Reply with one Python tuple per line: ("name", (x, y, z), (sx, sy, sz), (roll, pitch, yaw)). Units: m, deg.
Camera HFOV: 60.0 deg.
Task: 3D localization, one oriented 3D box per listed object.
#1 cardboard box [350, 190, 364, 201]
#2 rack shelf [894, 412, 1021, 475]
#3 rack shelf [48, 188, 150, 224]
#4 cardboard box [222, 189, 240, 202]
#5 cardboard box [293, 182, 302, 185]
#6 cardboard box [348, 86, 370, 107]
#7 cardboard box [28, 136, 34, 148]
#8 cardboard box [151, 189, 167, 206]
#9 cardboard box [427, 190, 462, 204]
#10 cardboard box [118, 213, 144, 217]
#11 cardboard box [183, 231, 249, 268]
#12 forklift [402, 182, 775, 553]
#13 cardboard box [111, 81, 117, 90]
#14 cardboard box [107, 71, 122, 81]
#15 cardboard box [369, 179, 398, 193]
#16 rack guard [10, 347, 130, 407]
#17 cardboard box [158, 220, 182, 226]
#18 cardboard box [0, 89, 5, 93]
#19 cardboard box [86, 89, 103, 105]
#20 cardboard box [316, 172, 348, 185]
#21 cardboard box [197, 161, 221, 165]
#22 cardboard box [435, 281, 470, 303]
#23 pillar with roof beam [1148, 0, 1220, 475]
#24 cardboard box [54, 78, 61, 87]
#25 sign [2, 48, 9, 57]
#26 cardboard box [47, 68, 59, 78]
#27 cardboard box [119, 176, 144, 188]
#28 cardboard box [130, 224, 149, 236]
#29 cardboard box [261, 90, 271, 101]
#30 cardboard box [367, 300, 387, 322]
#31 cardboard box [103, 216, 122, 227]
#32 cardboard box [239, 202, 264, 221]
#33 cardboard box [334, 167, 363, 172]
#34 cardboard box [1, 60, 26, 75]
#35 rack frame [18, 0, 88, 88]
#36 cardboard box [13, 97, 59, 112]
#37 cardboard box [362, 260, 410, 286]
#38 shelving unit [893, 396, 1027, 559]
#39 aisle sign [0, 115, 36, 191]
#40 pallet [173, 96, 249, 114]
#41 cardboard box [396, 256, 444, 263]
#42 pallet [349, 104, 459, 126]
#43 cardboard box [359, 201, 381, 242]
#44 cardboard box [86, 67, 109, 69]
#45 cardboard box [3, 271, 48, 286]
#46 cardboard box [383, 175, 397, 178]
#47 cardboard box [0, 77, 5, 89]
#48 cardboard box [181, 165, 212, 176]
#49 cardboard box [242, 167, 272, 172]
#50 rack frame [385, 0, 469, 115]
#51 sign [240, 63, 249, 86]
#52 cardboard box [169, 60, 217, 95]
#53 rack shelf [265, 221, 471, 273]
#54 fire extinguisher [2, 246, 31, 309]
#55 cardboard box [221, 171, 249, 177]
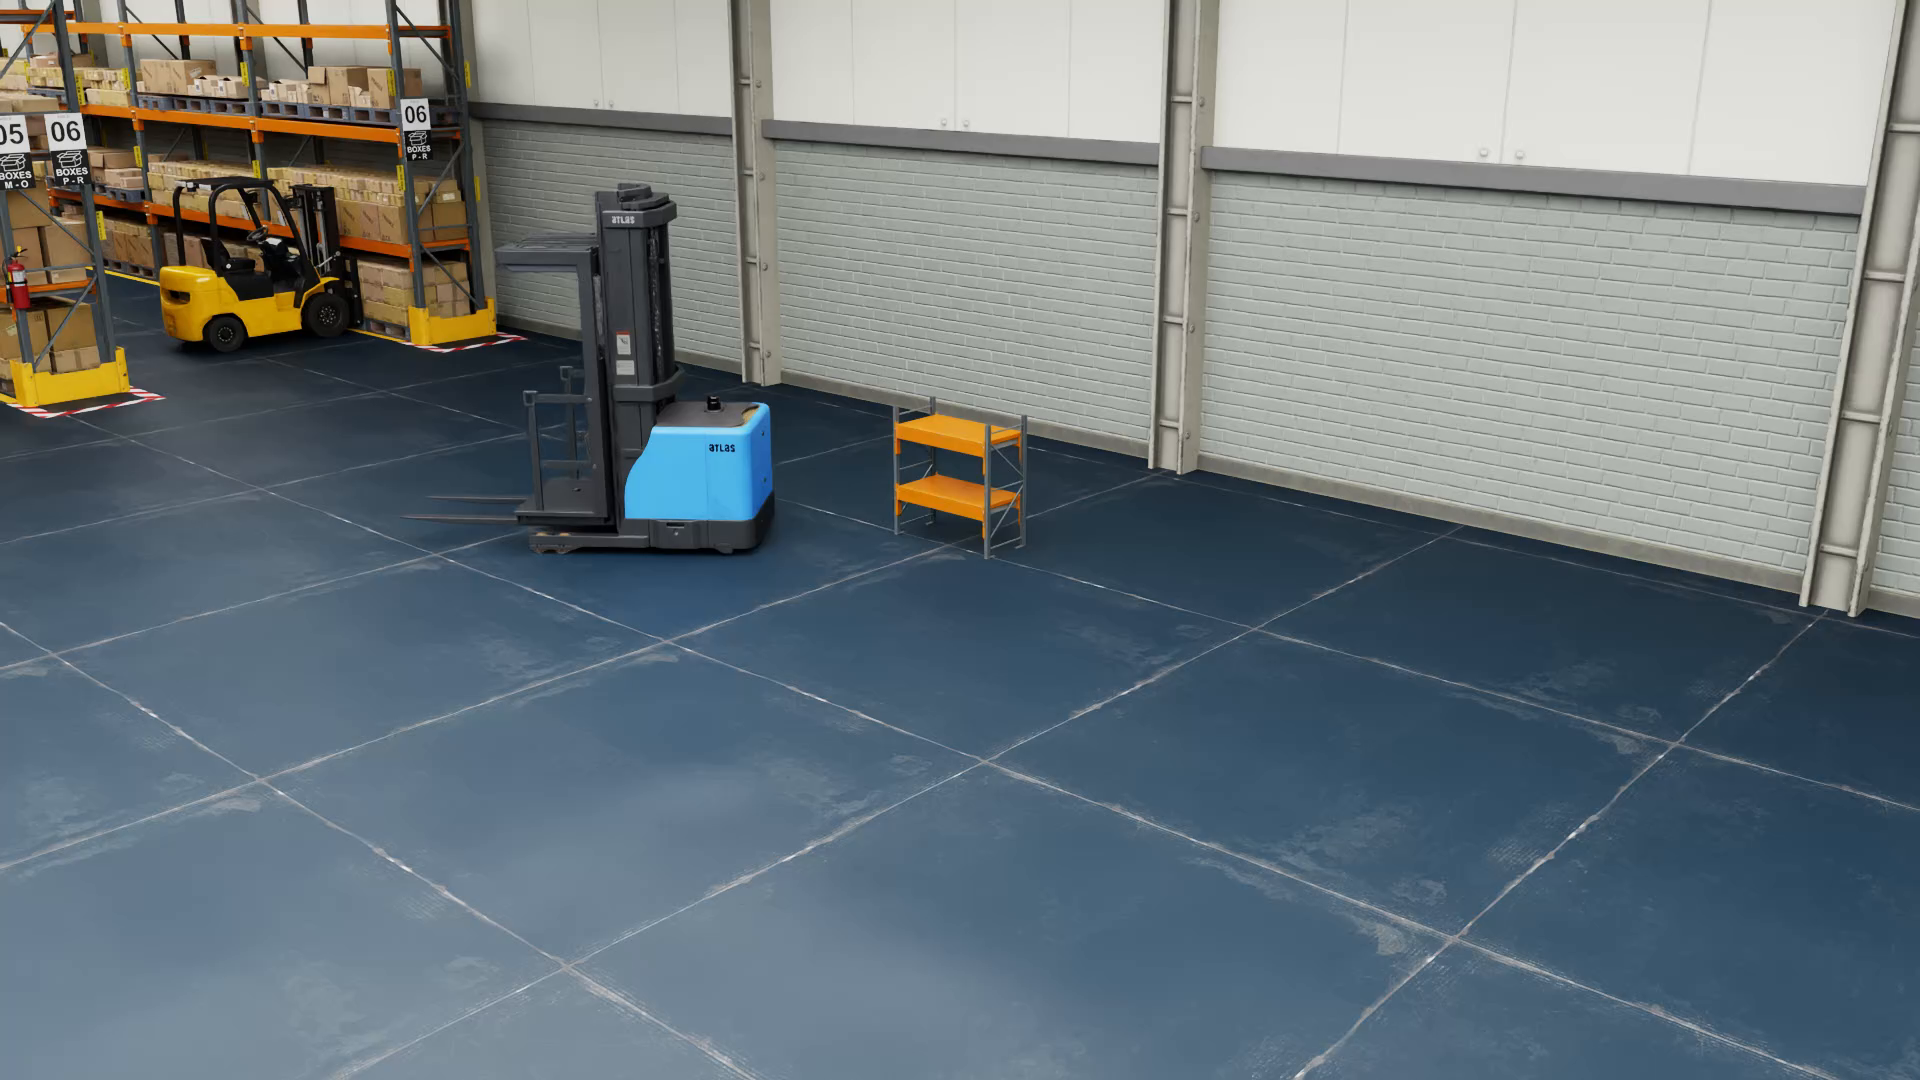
("cardboard box", (-8.175, -4.772, 22.951), (0.250, 0.149, 0.380), (14, 22, 38))
("rack shelf", (-0.005, -0.816, 13.857), (1.000, 0.278, 0.538), (15, 23, 39))
("rack shelf", (-14.436, -5.868, 28.832), (4.000, 0.370, 1.077), (15, 23, 39))
("cardboard box", (-10.875, -5.315, 25.323), (0.500, 0.250, 0.500), (14, 23, 38))
("cardboard box", (-9.341, -5.075, 23.908), (0.250, 0.149, 0.380), (16, 23, 40))
("cardboard box", (-7.968, -5.965, 22.352), (0.258, 0.266, 0.396), (15, 23, 39))
("cardboard box", (-10.537, -4.562, 18.983), (0.250, 0.149, 0.380), (14, 22, 38))
("cardboard box", (-12.770, -5.593, 27.025), (0.500, 0.250, 0.500), (15, 23, 39))
("cardboard box", (-7.038, -4.687, 22.682), (0.250, 0.149, 0.380), (14, 23, 38))
("cardboard box", (-14.698, -5.710, 29.511), (0.250, 0.149, 0.380), (16, 24, 41))
("cardboard box", (-11.989, -4.620, 26.941), (0.625, 0.625, 0.875), (16, 24, 41))
("forklift", (-3.160, -1.444, 13.816), (3.031, 2.935, 1.130), (1, 18, 4))
("cardboard box", (-13.726, -7.489, 27.381), (0.250, 0.149, 0.380), (16, 23, 40))
("cardboard box", (-13.753, -7.620, 27.302), (0.250, 0.149, 0.380), (14, 22, 37))
("cardboard box", (-7.783, -4.815, 22.594), (0.250, 0.149, 0.380), (16, 23, 40))
("rack guard", (-10.305, -1.903, 19.281), (0.348, 0.500, 1.175), (15, 23, 39))
("cardboard box", (-13.543, -5.394, 28.514), (0.250, 0.149, 0.380), (15, 23, 40))
("cardboard box", (-17.327, -8.193, 30.426), (0.250, 0.149, 0.380), (15, 23, 40))
("cardboard box", (-14.236, -7.417, 27.812), (0.500, 0.250, 0.500), (15, 23, 39))
("cardboard box", (-8.891, -5.133, 23.597), (0.250, 0.149, 0.380), (15, 23, 39))
("cardboard box", (-12.139, -6.053, 26.990), (0.250, 0.149, 0.380), (15, 23, 39))
("cardboard box", (-7.170, -3.472, 23.118), (0.500, 0.250, 0.500), (16, 23, 40))
("pillar with roof beam", (-0.761, -4.023, 11.911), (0.400, 9.000, 9.100), (15, 23, 39))
("cardboard box", (-15.207, -7.816, 28.377), (0.250, 0.149, 0.380), (15, 23, 39))
("sign", (-18.540, -9.389, 32.314), (0.005, 0.325, 0.100), (15, 23, 39))
("cardboard box", (-15.381, -8.009, 28.494), (0.250, 0.149, 0.380), (15, 23, 38))
("cardboard box", (-13.686, -5.935, 27.574), (0.250, 0.149, 0.380), (16, 23, 40))
("cardboard box", (-13.702, -5.217, 27.957), (0.250, 0.149, 0.380), (14, 22, 36))
("cardboard box", (-9.814, -6.405, 23.932), (0.250, 0.149, 0.380), (16, 23, 40))
("cardboard box", (-7.883, -3.217, 23.142), (0.500, 0.250, 0.500), (15, 23, 39))
("cardboard box", (-14.822, -5.550, 29.007), (0.250, 0.149, 0.380), (16, 24, 41))
("cardboard box", (-10.499, -4.977, 25.082), (0.500, 0.250, 0.500), (16, 23, 40))
("cardboard box", (-8.913, -5.363, 24.322), (0.250, 0.149, 0.380), (14, 23, 38))
("cardboard box", (-16.855, -8.497, 29.899), (0.500, 0.250, 0.500), (15, 23, 38))
("rack frame", (-15.932, -9.472, 29.081), (0.127, 3.000, 1.000), (15, 23, 39))
("cardboard box", (-10.379, -4.887, 18.689), (0.250, 0.149, 0.380), (15, 23, 39))
("cardboard box", (-7.894, -3.692, 22.985), (0.500, 0.250, 0.500), (16, 23, 40))
("shelving unit", (-0.005, -0.538, 13.946), (1.048, 1.125, 0.538), (15, 23, 39))
("aisle sign", (-10.395, -4.240, 18.216), (0.004, 0.787, 0.394), (15, 23, 39))
("pallet", (-11.535, -6.809, 25.961), (1.213, 0.211, 1.003), (16, 24, 42))
("cardboard box", (-7.567, -3.808, 23.350), (0.500, 0.250, 0.500), (15, 23, 39))
("pallet", (-7.468, -5.738, 22.422), (1.213, 0.211, 1.003), (15, 23, 39))
("cardboard box", (-7.881, -4.396, 22.840), (0.500, 0.500, 0.500), (16, 24, 41))
("cardboard box", (-14.862, -8.070, 28.687), (0.250, 0.149, 0.380), (14, 22, 38))
("cardboard box", (-10.670, -2.986, 18.977), (0.250, 0.149, 0.380), (16, 24, 41))
("cardboard box", (-7.835, -5.028, 23.265), (0.250, 0.149, 0.380), (16, 24, 41))
("cardboard box", (-17.230, -8.360, 30.293), (0.500, 0.250, 0.500), (16, 23, 40))
("cardboard box", (-12.076, -5.843, 26.326), (0.250, 0.149, 0.380), (15, 23, 40))
("cardboard box", (-10.987, -5.750, 26.033), (0.250, 0.149, 0.380), (15, 23, 39))
("rack frame", (-6.957, -7.062, 21.489), (0.127, 3.000, 1.000), (15, 23, 39))
("sign", (-10.301, -6.707, 23.954), (0.005, 0.325, 0.100), (15, 23, 39))
("cardboard box", (-11.799, -7.129, 25.634), (0.500, 0.500, 0.500), (16, 23, 41))
("rack shelf", (-8.452, -4.262, 23.770), (4.000, 0.370, 1.077), (15, 23, 39))
("fire extinguisher", (-10.469, -2.915, 18.466), (0.183, 0.674, 0.296), (15, 23, 39))
("cardboard box", (-10.989, -5.513, 25.286), (0.250, 0.149, 0.380), (14, 22, 38))
